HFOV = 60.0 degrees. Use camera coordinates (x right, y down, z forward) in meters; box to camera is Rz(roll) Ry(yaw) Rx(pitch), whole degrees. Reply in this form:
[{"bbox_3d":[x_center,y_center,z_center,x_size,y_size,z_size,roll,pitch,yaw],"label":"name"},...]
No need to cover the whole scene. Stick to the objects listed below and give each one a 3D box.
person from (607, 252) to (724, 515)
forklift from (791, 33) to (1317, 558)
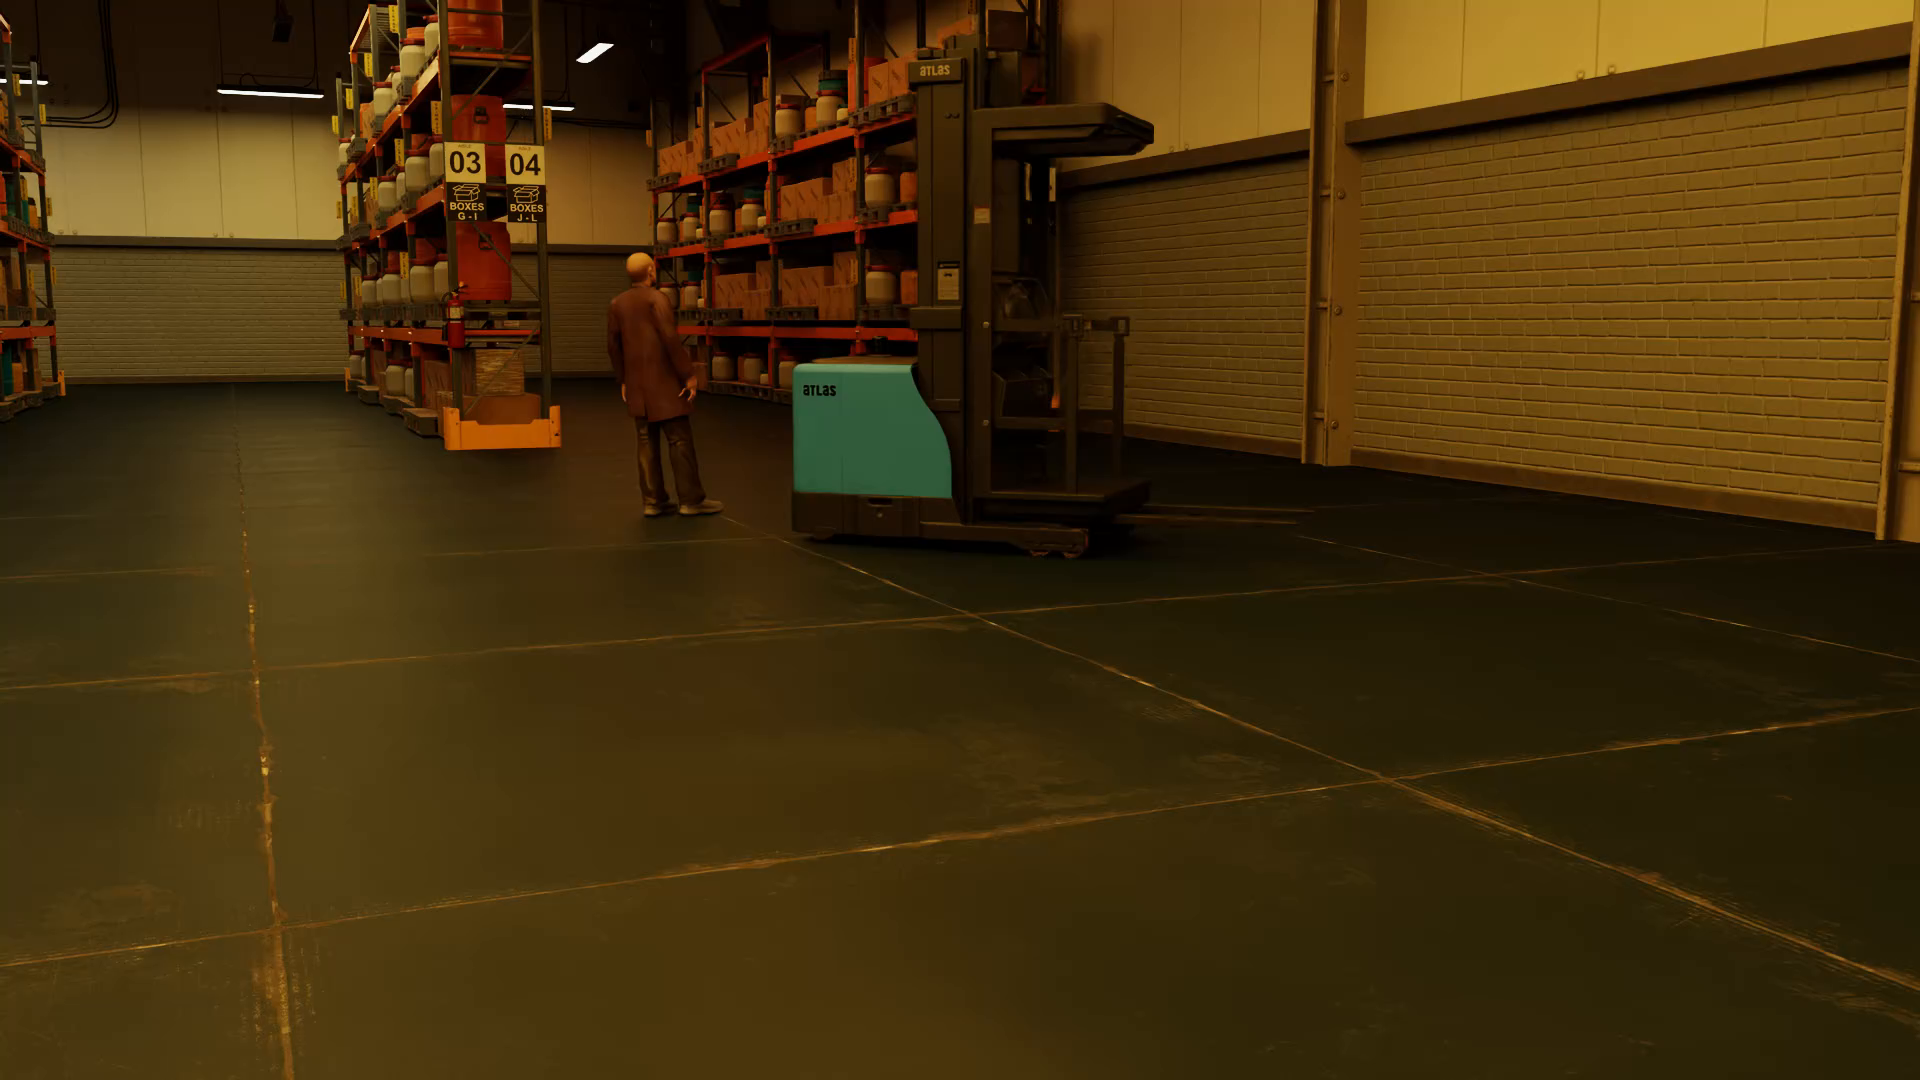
[{"bbox_3d":[-2.032,-1.067,11.407,0.705,1.779,0.582,5,9,32],"label":"person"},{"bbox_3d":[0.553,-1.429,9.781,3.031,2.935,1.130,3,8,20],"label":"forklift"}]
